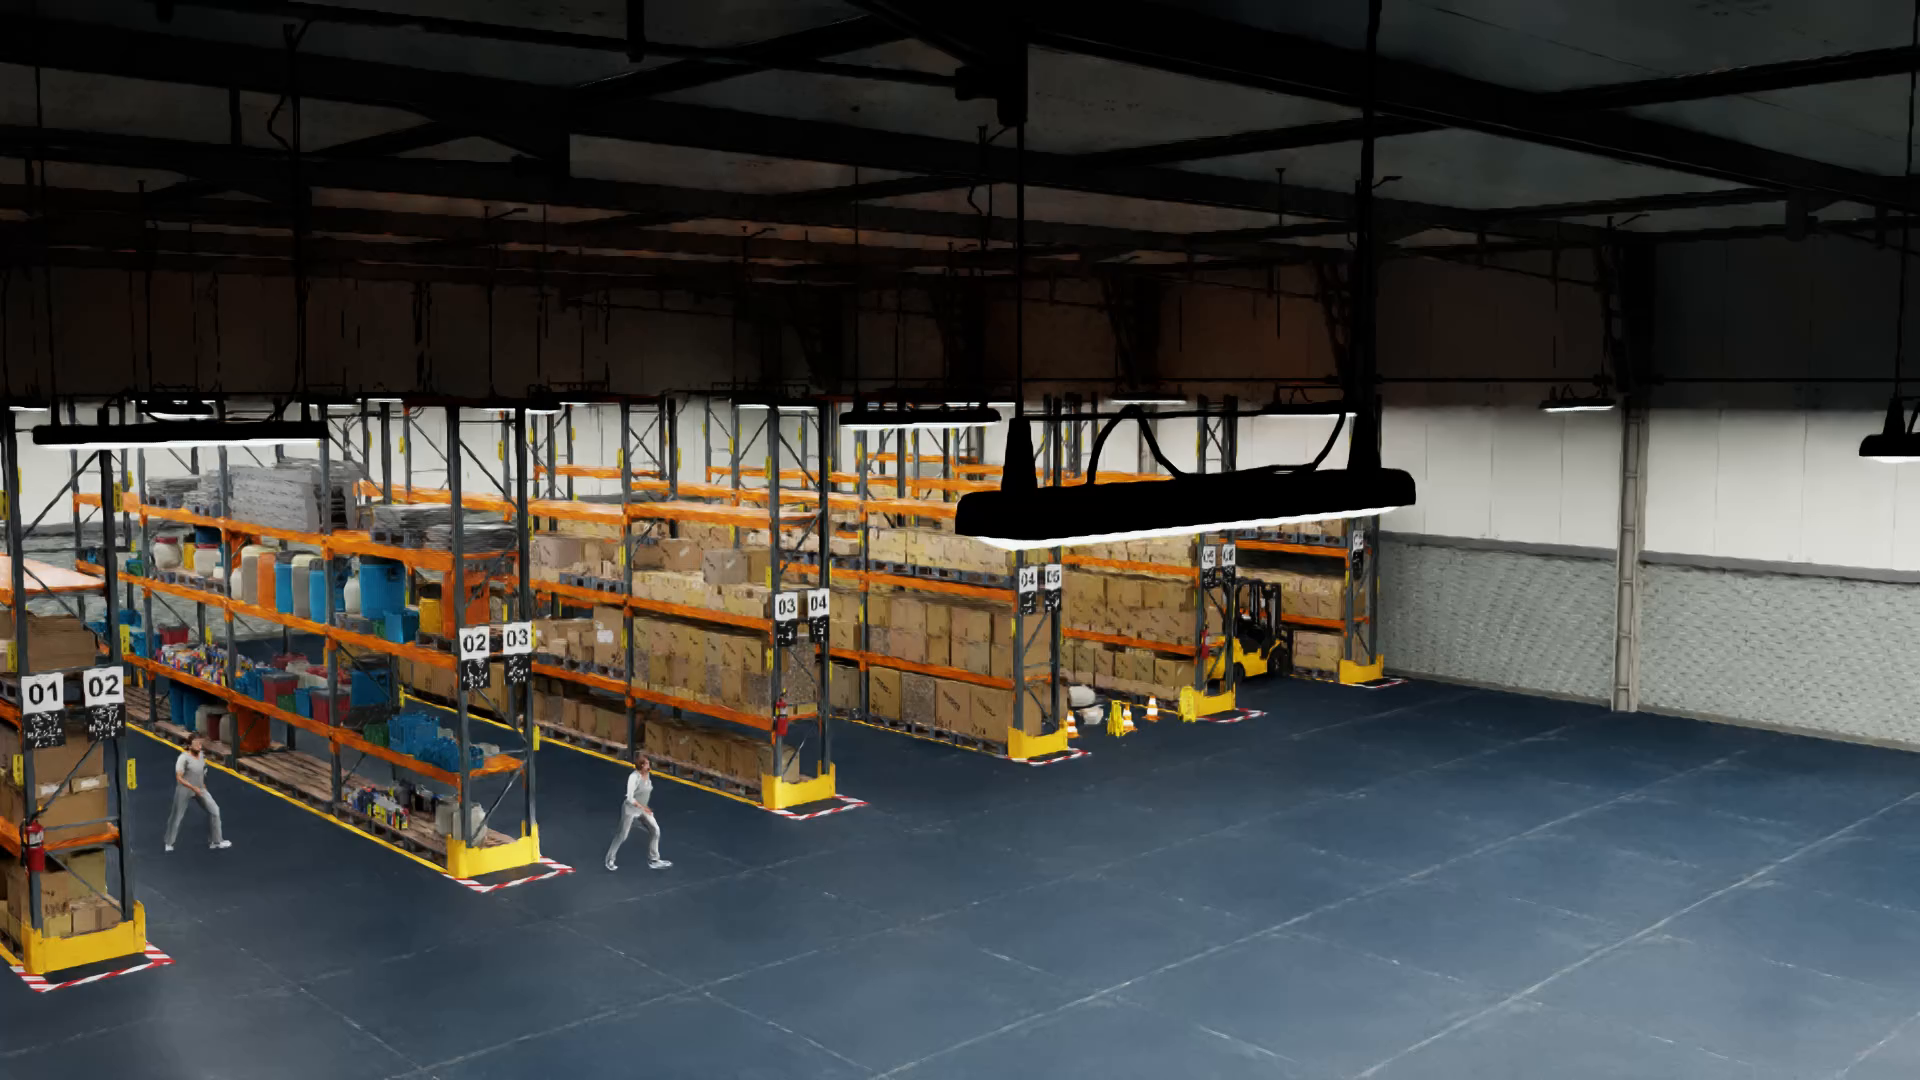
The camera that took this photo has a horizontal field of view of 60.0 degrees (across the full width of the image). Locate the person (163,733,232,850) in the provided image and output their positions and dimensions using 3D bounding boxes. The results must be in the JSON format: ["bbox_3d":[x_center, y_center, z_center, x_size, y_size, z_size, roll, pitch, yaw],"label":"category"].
[{"bbox_3d":[-10.322,3.363,22.334,0.817,1.602,0.600,3,6,30],"label":"person"}]

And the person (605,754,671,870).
[{"bbox_3d":[-4.186,3.487,21.435,0.788,1.525,0.561,3,6,29],"label":"person"}]

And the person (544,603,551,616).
[{"bbox_3d":[-8.499,2.128,34.804,0.596,1.664,0.386,2,6,23],"label":"person"}]
